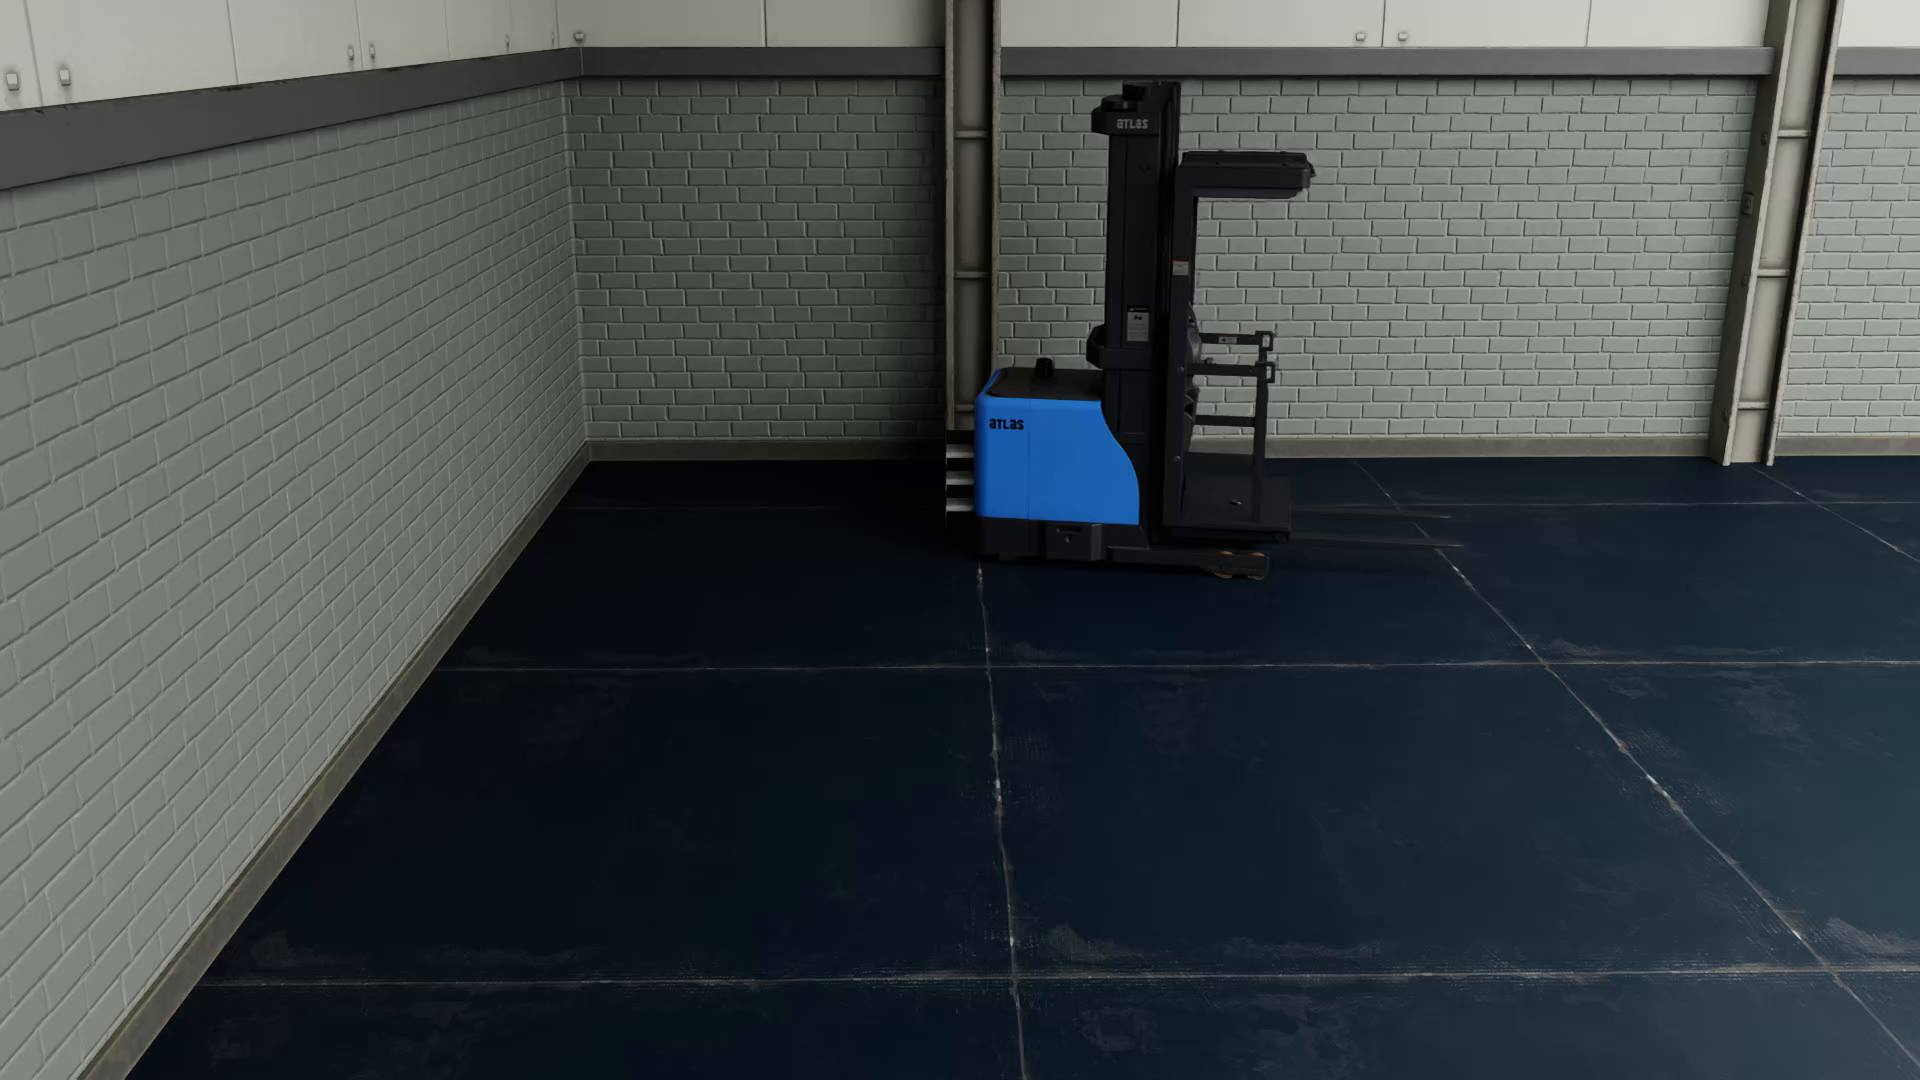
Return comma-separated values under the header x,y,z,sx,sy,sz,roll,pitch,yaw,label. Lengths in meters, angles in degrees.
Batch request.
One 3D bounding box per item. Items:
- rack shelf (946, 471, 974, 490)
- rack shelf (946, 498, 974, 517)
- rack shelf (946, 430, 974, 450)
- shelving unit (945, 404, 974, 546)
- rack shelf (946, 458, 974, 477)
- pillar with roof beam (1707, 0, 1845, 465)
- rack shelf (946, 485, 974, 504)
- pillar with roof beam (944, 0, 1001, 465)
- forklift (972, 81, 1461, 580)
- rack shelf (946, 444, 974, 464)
x,y,z,sx,sy,sz,roll,pitch,yaw,label
0.007,-0.397,10.921,0.200,0.077,0.258,0,18,-1,rack shelf
0.007,-0.225,10.976,0.200,0.077,0.258,0,18,-1,rack shelf
0.008,-0.654,10.838,0.200,0.077,0.258,0,18,-1,rack shelf
0.007,-0.429,10.910,0.210,0.900,0.258,0,18,-1,shelving unit
0.007,-0.483,10.893,0.200,0.077,0.258,0,18,-1,rack shelf
6.155,-3.595,7.523,0.400,9.000,9.100,0,18,-1,pillar with roof beam
0.007,-0.311,10.948,0.200,0.077,0.258,0,18,-1,rack shelf
0.156,-3.566,7.433,0.400,9.000,9.100,0,18,-1,pillar with roof beam
1.639,-1.325,10.379,3.031,2.935,1.130,3,18,9,forklift
0.008,-0.568,10.866,0.200,0.077,0.258,0,18,-1,rack shelf
